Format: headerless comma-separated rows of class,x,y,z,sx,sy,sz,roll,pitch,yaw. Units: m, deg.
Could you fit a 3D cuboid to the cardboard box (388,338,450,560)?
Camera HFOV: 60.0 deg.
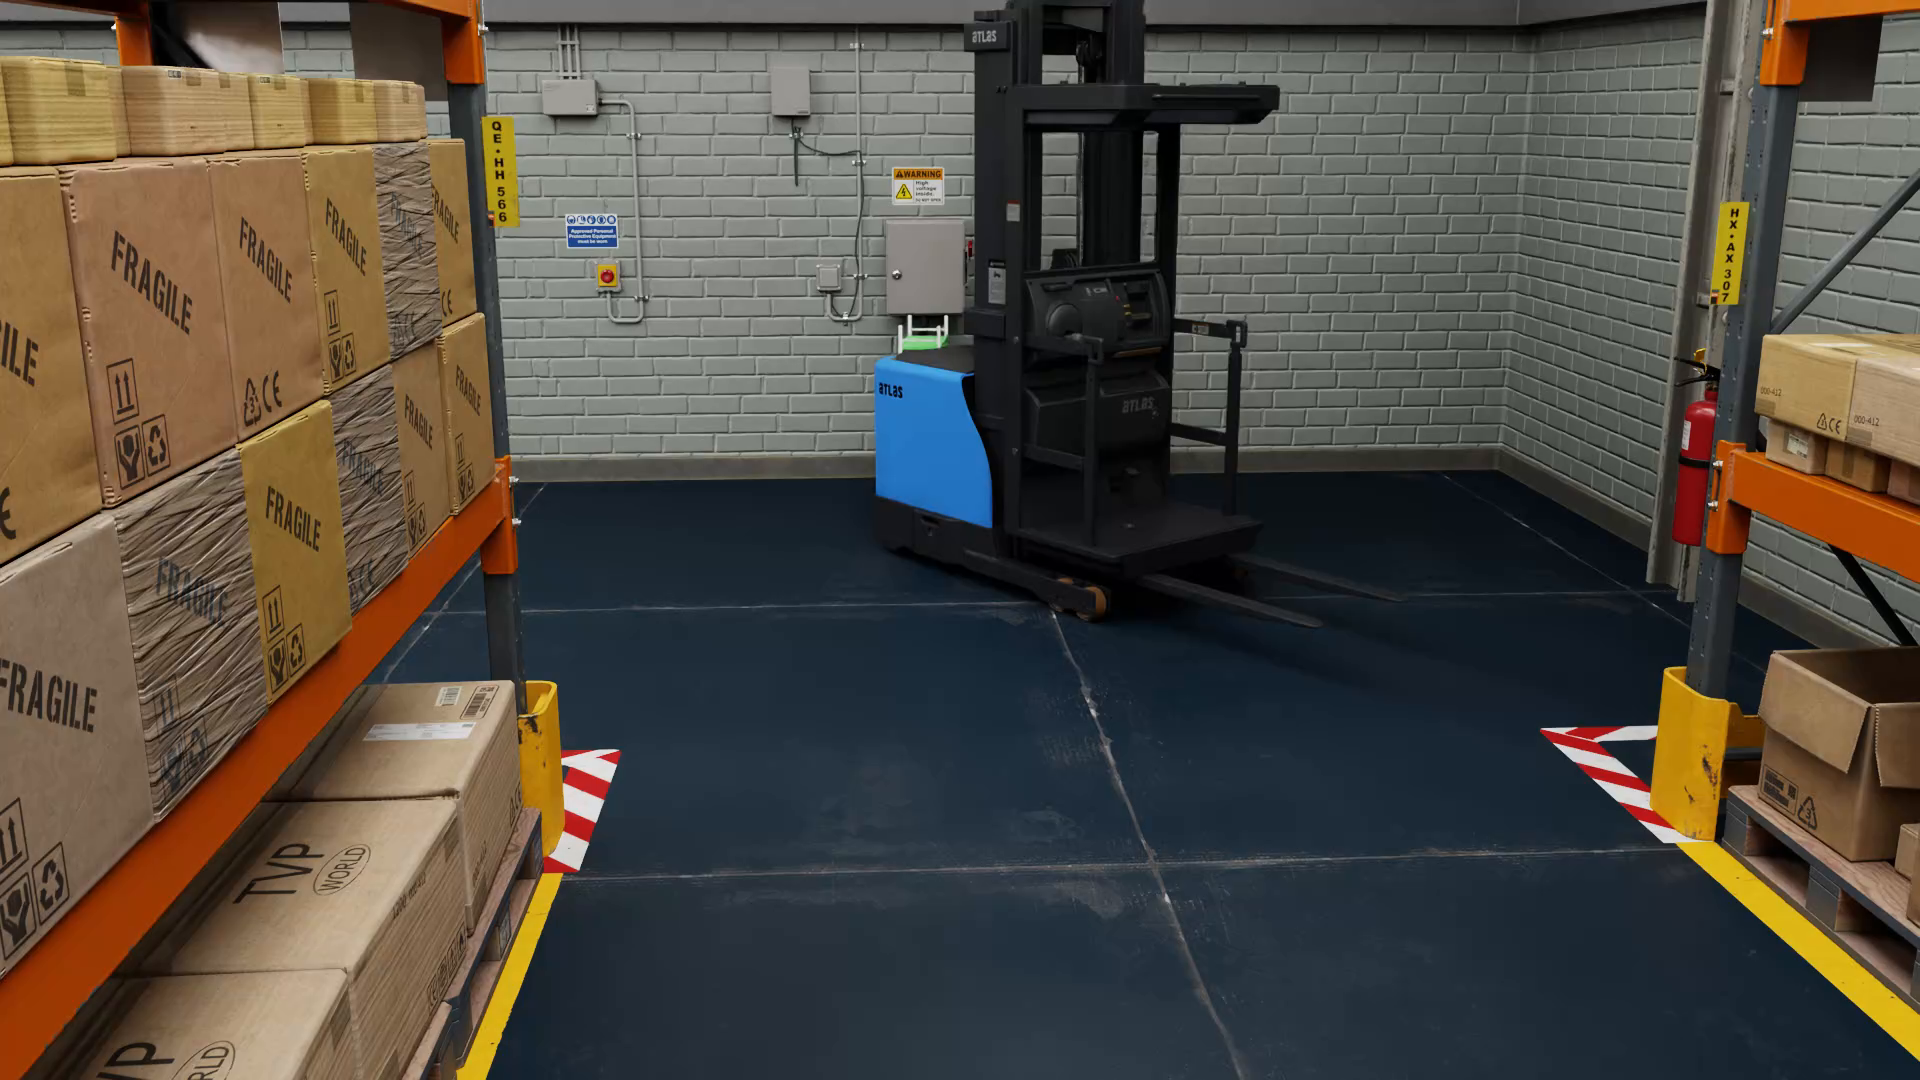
cardboard box,-1.624,-0.240,4.238,0.500,0.500,0.500,-1,14,-5

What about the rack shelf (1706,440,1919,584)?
rack shelf,3.143,0.336,3.645,1.077,0.370,4.000,-1,14,-3

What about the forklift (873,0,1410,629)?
forklift,0.836,-1.171,8.197,1.130,2.935,3.031,-12,18,-38

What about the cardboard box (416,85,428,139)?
cardboard box,-1.712,-1.193,4.635,0.380,0.149,0.250,-1,14,-3

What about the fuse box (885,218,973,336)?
fuse box,-0.202,-1.207,10.782,0.539,1.711,0.414,-1,14,-3

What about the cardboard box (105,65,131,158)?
cardboard box,-1.576,-0.684,2.655,0.380,0.149,0.250,-1,14,-4

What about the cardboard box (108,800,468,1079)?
cardboard box,-1.729,0.995,3.938,0.875,0.438,0.875,0,14,-2

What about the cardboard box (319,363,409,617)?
cardboard box,-1.583,-0.112,3.742,0.500,0.500,0.500,0,14,-2

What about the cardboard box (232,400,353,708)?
cardboard box,-1.538,0.016,3.243,0.500,0.500,0.500,0,14,-2

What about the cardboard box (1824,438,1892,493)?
cardboard box,2.828,-0.240,4.943,0.380,0.149,0.250,-1,14,-2

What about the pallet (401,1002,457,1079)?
pallet,-1.734,1.418,3.590,1.003,0.211,1.213,-1,14,-3

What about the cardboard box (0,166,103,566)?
cardboard box,-1.500,-0.218,2.147,0.500,0.500,0.500,-1,14,-4

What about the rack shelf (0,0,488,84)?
rack shelf,-1.811,-1.039,2.970,1.077,0.370,4.000,-1,14,-3

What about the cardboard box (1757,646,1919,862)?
cardboard box,2.963,0.649,5.151,0.797,0.503,0.637,-1,15,-6

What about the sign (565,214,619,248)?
sign,-2.359,-1.980,10.659,0.327,0.218,0.001,-1,14,-3

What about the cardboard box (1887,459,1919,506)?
cardboard box,2.879,-0.175,4.691,0.380,0.149,0.250,-1,14,-4

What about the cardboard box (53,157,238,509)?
cardboard box,-1.520,-0.346,2.643,0.500,0.500,0.500,-1,14,-2

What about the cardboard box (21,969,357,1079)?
cardboard box,-1.675,1.219,3.066,0.875,0.438,0.875,-1,14,-5

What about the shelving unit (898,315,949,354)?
shelving unit,-0.210,-0.698,9.832,0.258,1.200,0.503,1,14,4

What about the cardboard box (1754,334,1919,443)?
cardboard box,2.779,-0.464,5.016,0.500,0.250,0.500,-1,14,-3

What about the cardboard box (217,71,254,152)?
cardboard box,-1.581,-0.811,3.150,0.380,0.149,0.250,0,14,-2

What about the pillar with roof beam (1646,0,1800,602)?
pillar with roof beam,-0.545,-4.033,7.143,9.100,9.000,0.400,-1,14,-3

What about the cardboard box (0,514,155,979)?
cardboard box,-1.482,0.268,2.264,0.500,0.500,0.500,-1,14,-3

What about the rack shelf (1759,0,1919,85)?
rack shelf,3.143,-1.117,3.271,1.077,0.370,4.000,-1,14,-3

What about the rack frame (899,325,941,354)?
rack frame,-0.229,-0.638,9.596,0.240,1.200,0.015,1,14,4

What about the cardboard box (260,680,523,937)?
cardboard box,-1.794,0.768,4.822,0.875,0.438,0.875,-1,14,-5

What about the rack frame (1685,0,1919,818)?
rack frame,3.019,-0.510,5.489,1.000,3.000,0.127,-1,14,-3

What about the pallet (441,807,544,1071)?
pallet,-1.807,1.116,4.767,1.003,0.211,1.213,-1,14,-3

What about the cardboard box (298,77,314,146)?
cardboard box,-1.653,-0.938,3.643,0.380,0.149,0.250,-1,14,-4

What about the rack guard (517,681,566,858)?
rack guard,-1.936,0.772,5.522,1.175,0.500,0.348,-1,14,-3

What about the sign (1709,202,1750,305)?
sign,2.478,-0.921,5.348,0.100,0.325,0.005,-1,14,-3

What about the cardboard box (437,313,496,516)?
cardboard box,-1.640,-0.365,4.724,0.500,0.500,0.500,-1,14,-3

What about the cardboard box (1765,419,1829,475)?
cardboard box,2.766,-0.302,5.186,0.380,0.149,0.250,-1,14,-4

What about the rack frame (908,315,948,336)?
rack frame,-0.192,-0.759,10.067,0.240,1.200,0.015,1,14,4

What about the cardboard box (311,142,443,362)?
cardboard box,-1.605,-0.719,4.095,0.500,0.500,0.500,-1,14,-3

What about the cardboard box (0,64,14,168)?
cardboard box,-1.491,-0.556,2.159,0.380,0.149,0.250,-1,14,-4

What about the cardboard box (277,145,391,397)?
cardboard box,-1.578,-0.596,3.617,0.500,0.500,0.500,-1,14,-4

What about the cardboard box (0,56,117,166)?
cardboard box,-1.479,-0.623,2.417,0.380,0.149,0.250,-1,14,-5

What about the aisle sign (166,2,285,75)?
aisle sign,-2.228,-1.705,4.916,0.394,0.787,0.004,-1,14,-3

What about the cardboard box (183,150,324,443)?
cardboard box,-1.549,-0.471,3.131,0.500,0.500,0.500,-1,14,-4

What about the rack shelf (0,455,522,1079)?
rack shelf,-1.811,0.413,3.344,1.077,0.370,4.000,-1,14,-3

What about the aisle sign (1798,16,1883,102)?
aisle sign,2.722,-1.781,5.213,0.394,0.787,0.004,-1,14,-3

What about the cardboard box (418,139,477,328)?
cardboard box,-1.667,-0.849,4.599,0.500,0.500,0.500,0,14,-2

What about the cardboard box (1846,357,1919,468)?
cardboard box,2.810,-0.339,4.528,0.500,0.250,0.500,-1,14,-3

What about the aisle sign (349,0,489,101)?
aisle sign,-1.630,-1.714,4.952,0.394,0.787,0.004,-1,14,-3

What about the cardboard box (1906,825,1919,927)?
cardboard box,2.977,0.864,4.322,0.700,0.500,0.500,0,14,-1

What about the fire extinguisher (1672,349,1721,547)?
fire extinguisher,2.549,-0.321,5.659,0.296,0.674,0.183,-1,14,-3

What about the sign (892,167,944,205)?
sign,-0.270,-2.281,10.715,0.339,0.242,0.001,-1,14,-3

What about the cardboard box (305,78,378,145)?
cardboard box,-1.598,-1.004,3.900,0.380,0.149,0.250,-1,14,-2

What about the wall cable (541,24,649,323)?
wall cable,-2.307,-2.342,10.506,0.585,1.953,0.123,-1,14,-3

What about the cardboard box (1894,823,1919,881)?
cardboard box,2.950,0.927,4.782,0.380,0.149,0.250,-1,15,-6

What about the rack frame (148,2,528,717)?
rack frame,-1.935,-0.432,5.187,1.000,3.000,0.127,-1,14,-3

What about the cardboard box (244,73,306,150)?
cardboard box,-1.579,-0.877,3.404,0.380,0.149,0.250,-1,14,-2

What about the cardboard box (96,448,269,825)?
cardboard box,-1.506,0.144,2.745,0.500,0.500,0.500,-1,14,-3

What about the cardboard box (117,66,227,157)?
cardboard box,-1.523,-0.746,2.897,0.380,0.149,0.250,-1,14,-3

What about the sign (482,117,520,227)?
sign,-1.392,-1.113,5.033,0.100,0.325,0.005,-1,14,-3

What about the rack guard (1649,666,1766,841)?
rack guard,3.024,0.719,5.727,1.175,0.500,0.348,-1,14,-3

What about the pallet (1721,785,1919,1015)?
pallet,3.074,1.058,4.992,1.003,0.211,1.213,-1,14,-3

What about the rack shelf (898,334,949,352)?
rack shelf,-0.210,-1.101,9.728,0.258,0.148,0.480,1,14,4
